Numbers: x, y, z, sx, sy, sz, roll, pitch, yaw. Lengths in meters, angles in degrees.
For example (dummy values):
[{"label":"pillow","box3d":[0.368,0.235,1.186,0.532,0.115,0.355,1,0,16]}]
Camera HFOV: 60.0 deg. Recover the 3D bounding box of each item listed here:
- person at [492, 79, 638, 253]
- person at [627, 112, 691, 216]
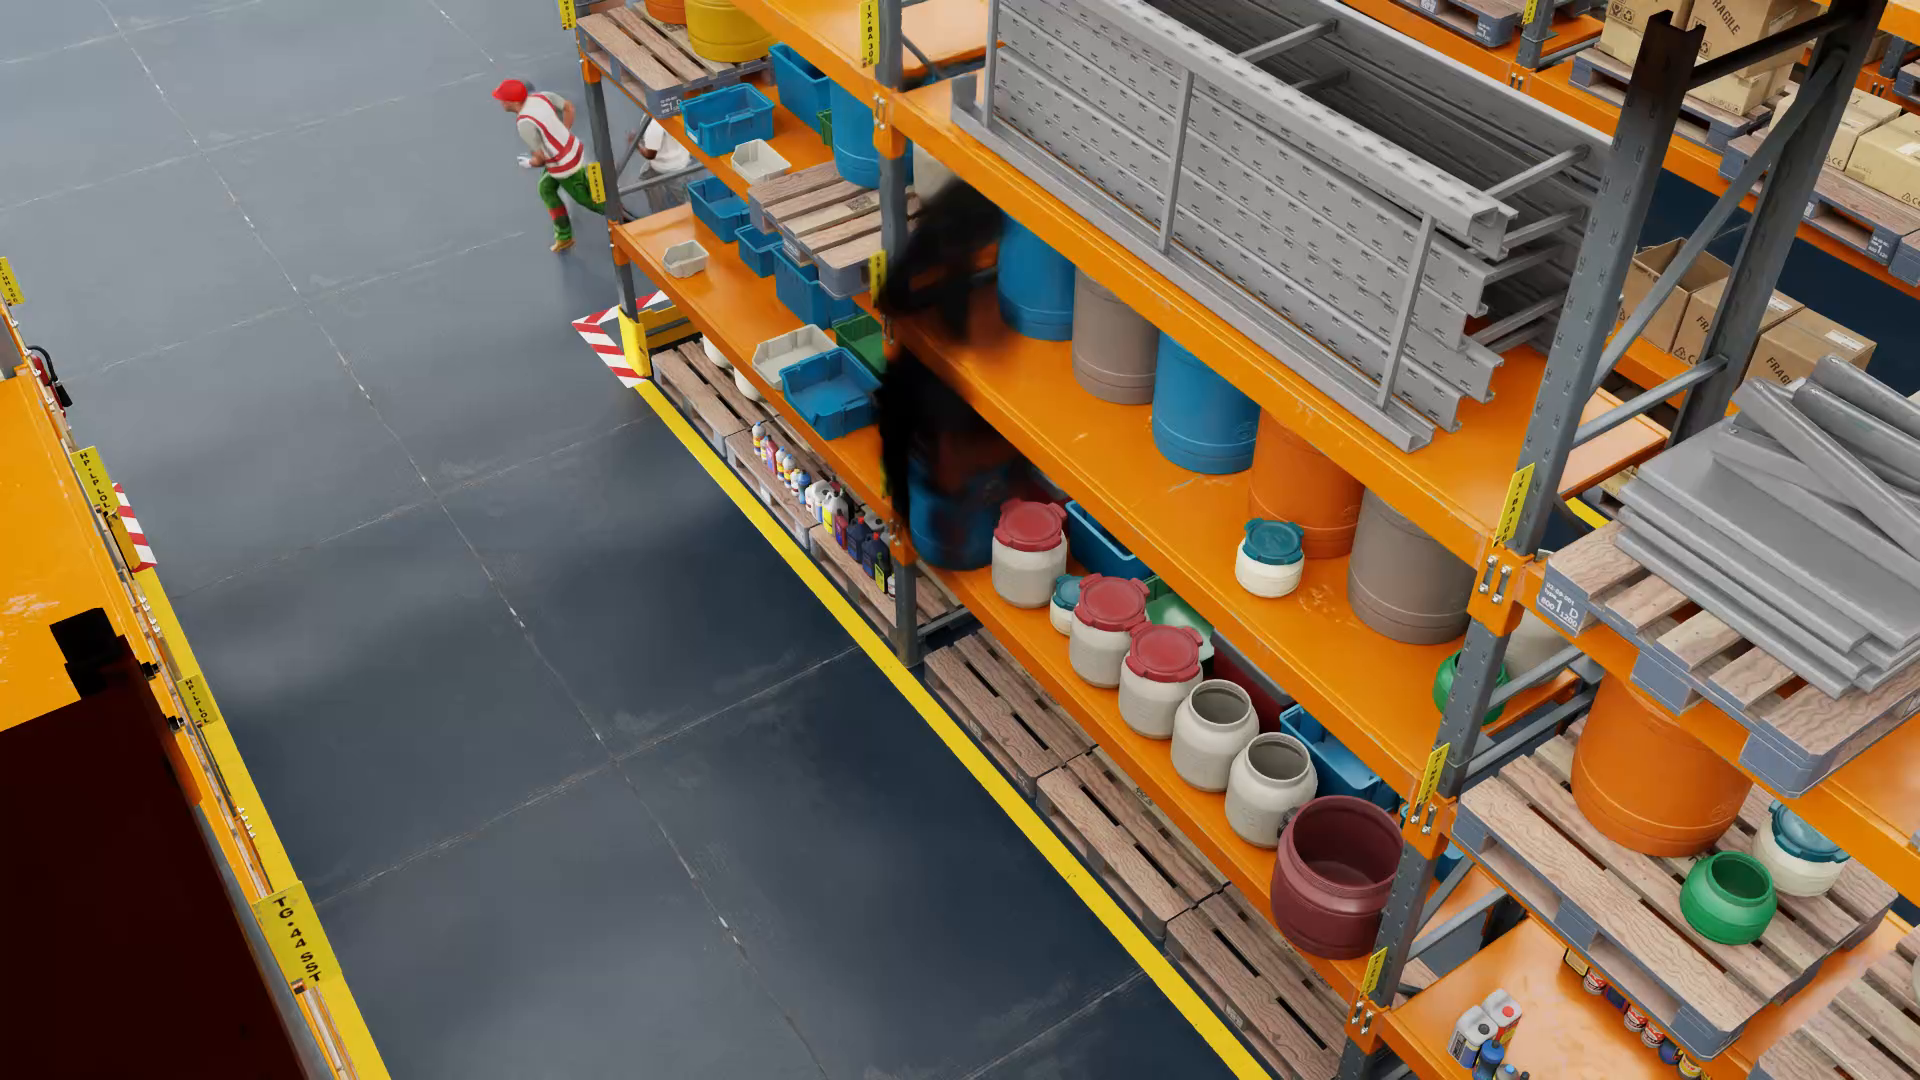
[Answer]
[{"label":"person","box3d":[-3.271,-3.095,13.969,1.023,1.698,0.670,1,43,2]},{"label":"person","box3d":[-2.465,-3.183,13.916,0.799,1.755,0.714,5,43,6]}]
